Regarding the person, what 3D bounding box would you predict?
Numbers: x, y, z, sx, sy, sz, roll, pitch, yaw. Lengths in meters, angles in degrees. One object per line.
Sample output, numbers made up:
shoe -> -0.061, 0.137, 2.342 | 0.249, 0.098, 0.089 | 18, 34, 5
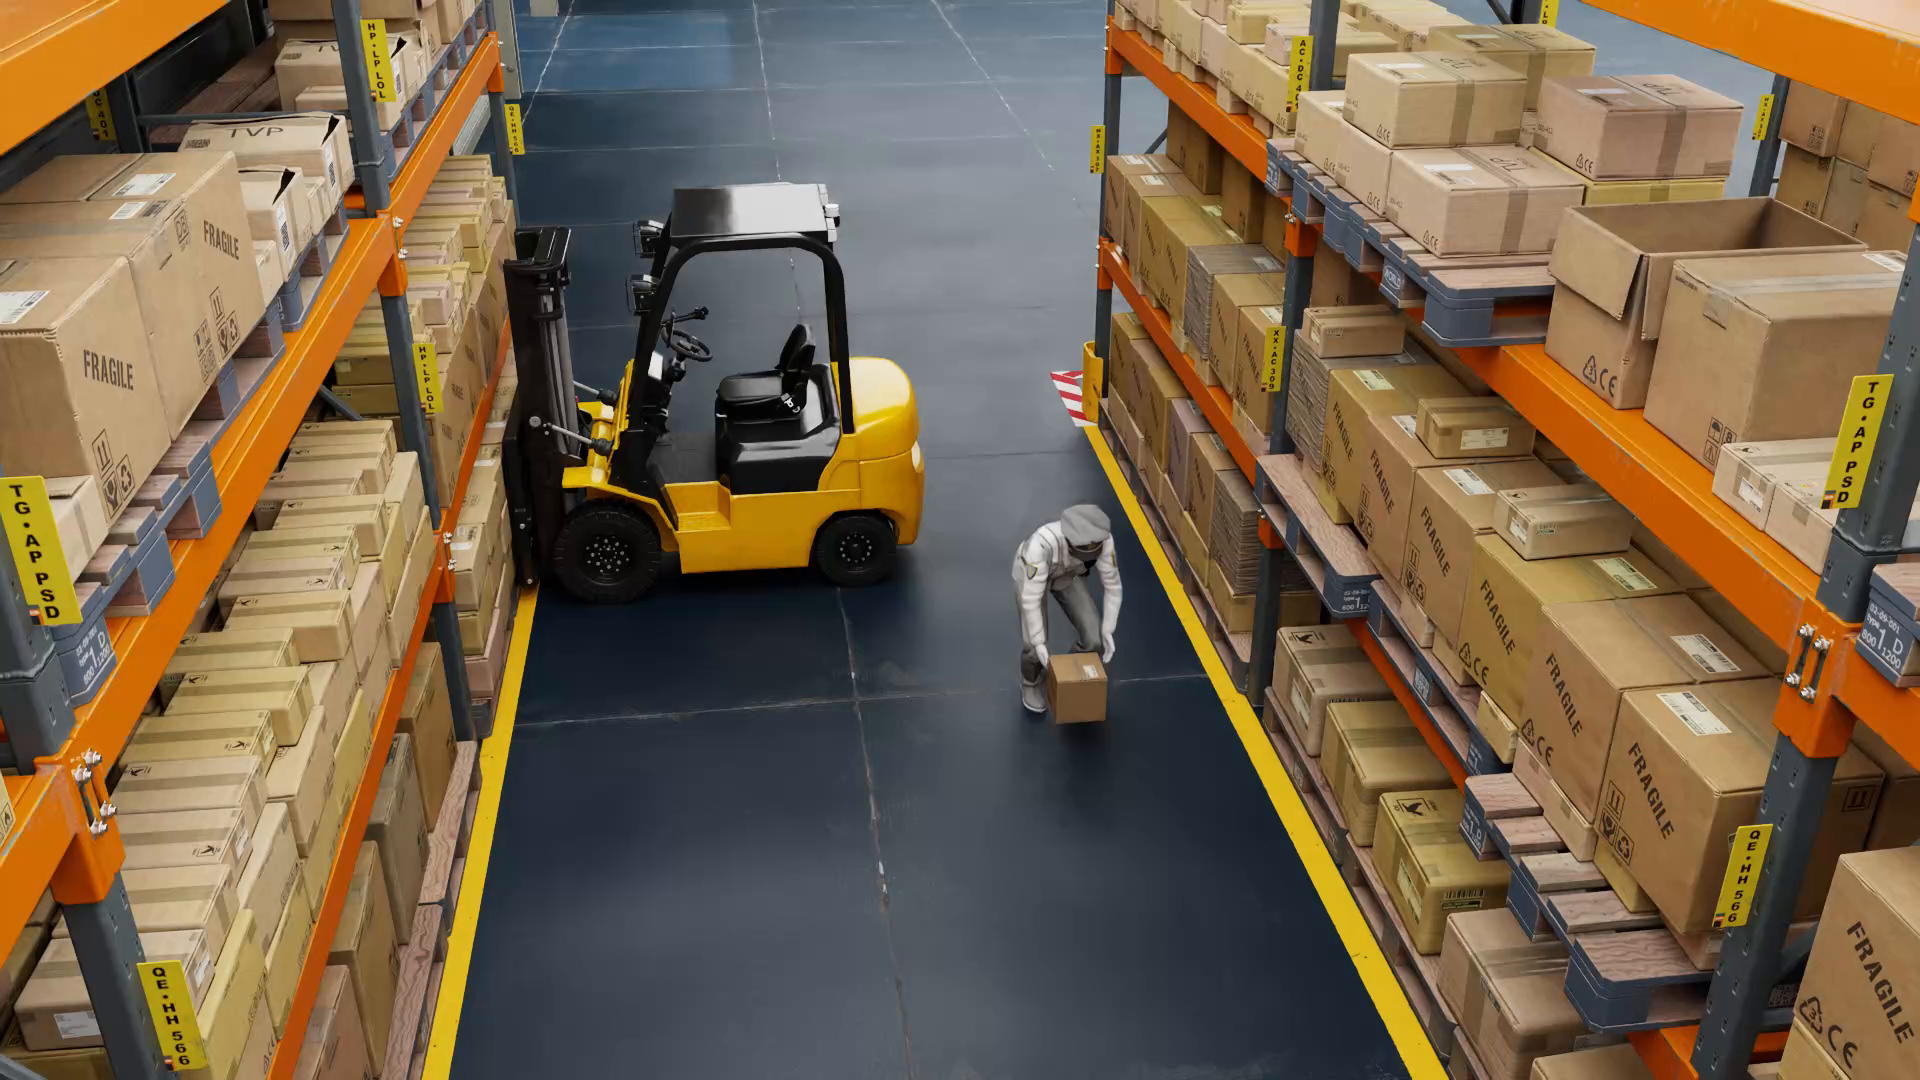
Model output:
person -> 0.543, 0.304, 8.499 | 0.530, 1.239, 0.771 | -6, 28, -11
